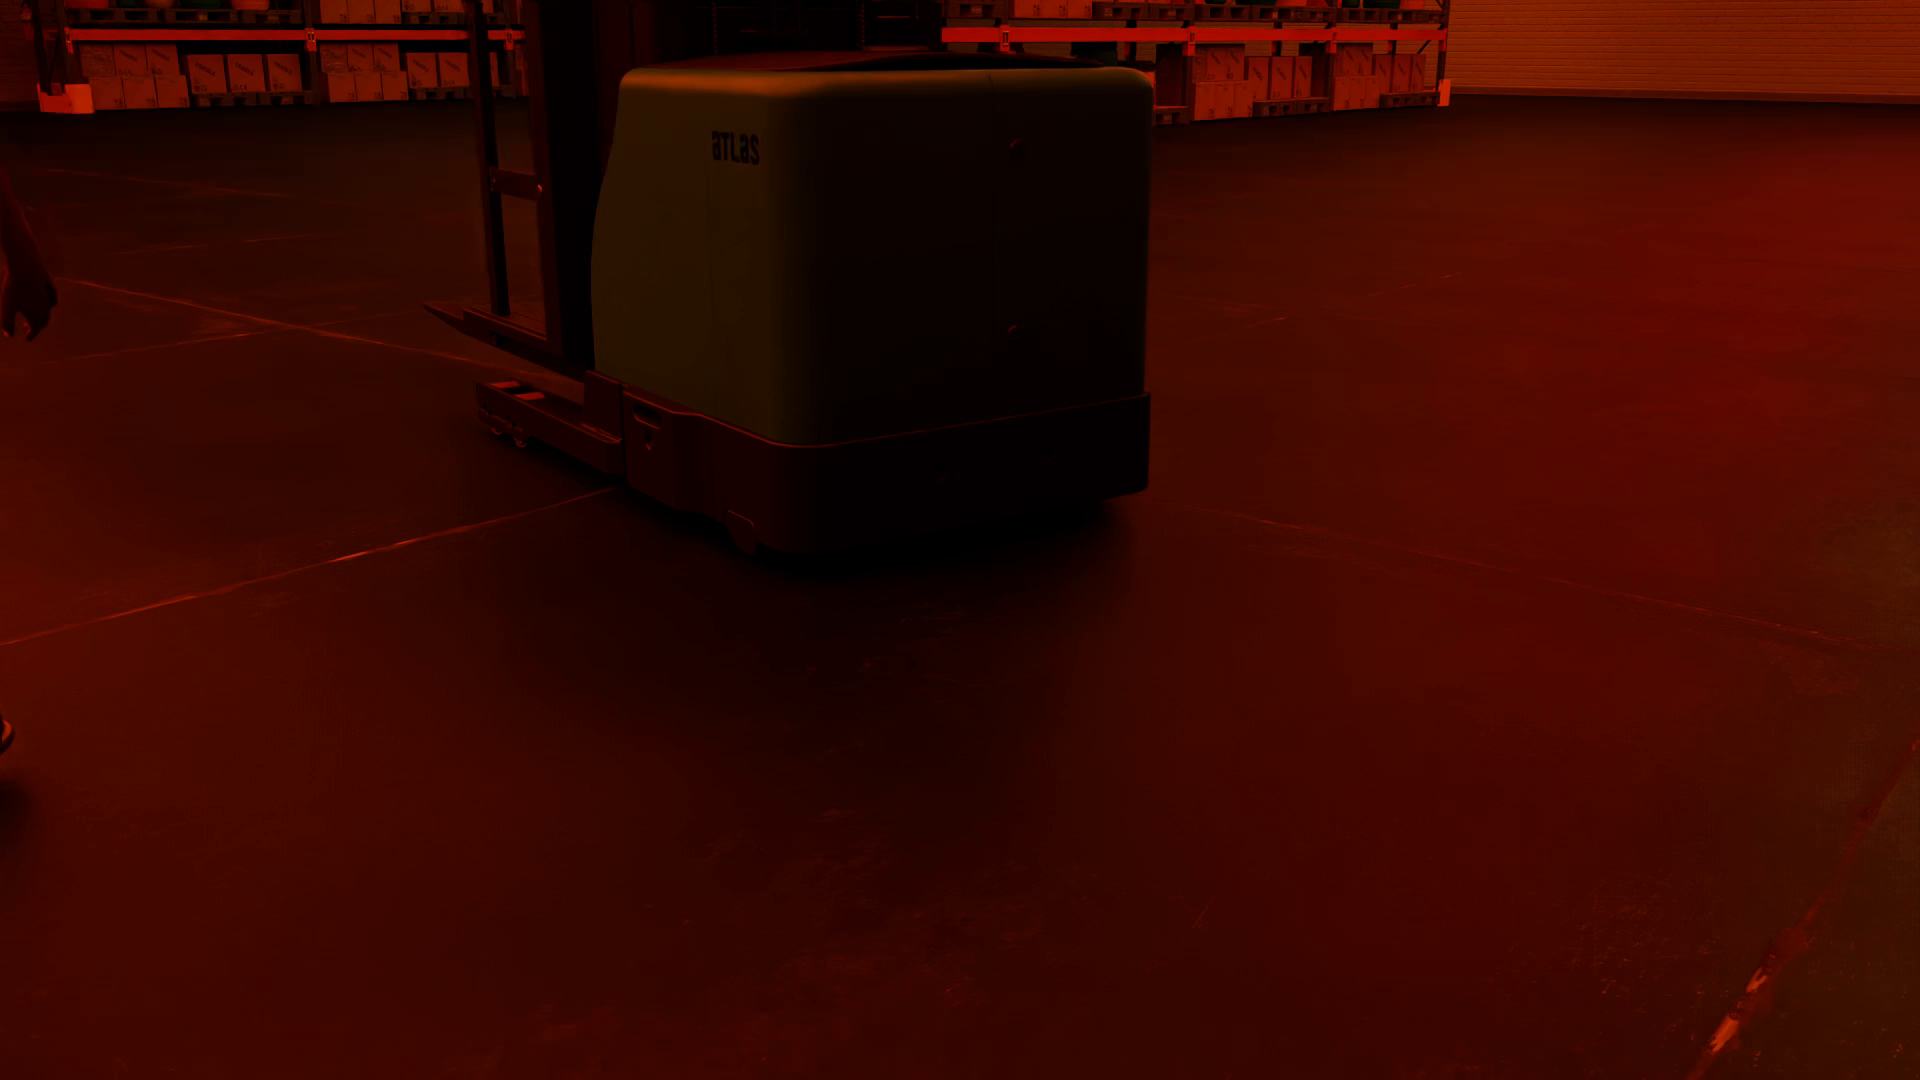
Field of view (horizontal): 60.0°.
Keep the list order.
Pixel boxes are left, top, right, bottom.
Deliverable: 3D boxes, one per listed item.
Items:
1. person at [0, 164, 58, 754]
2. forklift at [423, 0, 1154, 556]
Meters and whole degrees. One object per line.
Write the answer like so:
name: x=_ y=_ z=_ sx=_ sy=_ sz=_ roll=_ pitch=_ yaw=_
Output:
person: x=-1.652 y=-0.248 z=2.121 sx=0.470 sy=1.599 sz=0.890 roll=6 pitch=18 yaw=19
forklift: x=-0.789 y=-1.737 z=4.619 sx=1.130 sy=2.935 sz=3.031 roll=-12 pitch=20 yaw=-33
